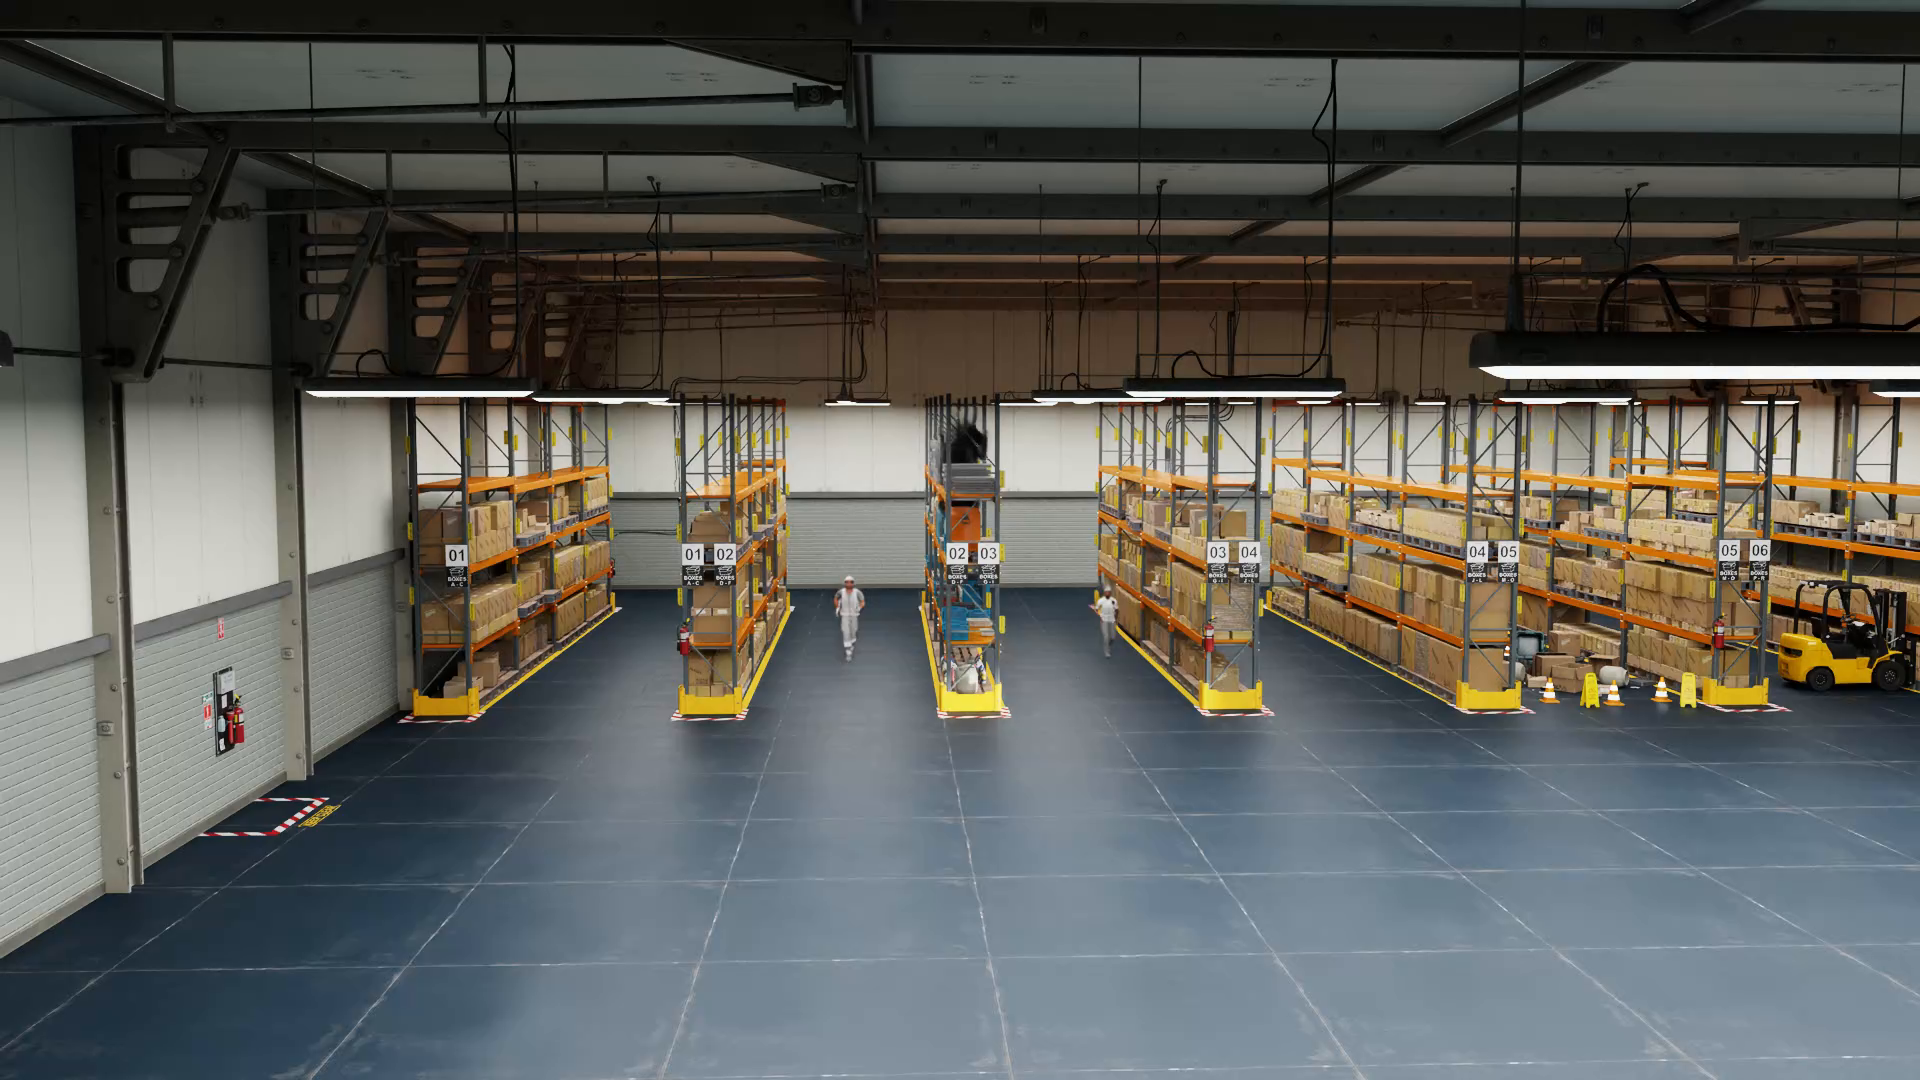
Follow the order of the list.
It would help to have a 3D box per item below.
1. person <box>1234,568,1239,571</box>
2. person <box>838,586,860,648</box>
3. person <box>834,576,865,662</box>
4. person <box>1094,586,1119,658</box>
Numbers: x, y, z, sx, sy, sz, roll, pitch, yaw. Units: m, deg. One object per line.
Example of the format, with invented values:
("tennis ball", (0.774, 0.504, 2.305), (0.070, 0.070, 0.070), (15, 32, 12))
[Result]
("person", (7.702, 1.309, 45.410), (0.600, 1.608, 0.834), (0, 5, -5))
("person", (-2.619, 1.814, 39.364), (0.506, 1.582, 0.656), (-1, 5, -17))
("person", (-2.387, 1.687, 36.141), (0.658, 1.819, 0.886), (-1, 5, -8))
("person", (3.391, 1.871, 38.337), (0.573, 1.644, 0.573), (-1, 5, -8))
